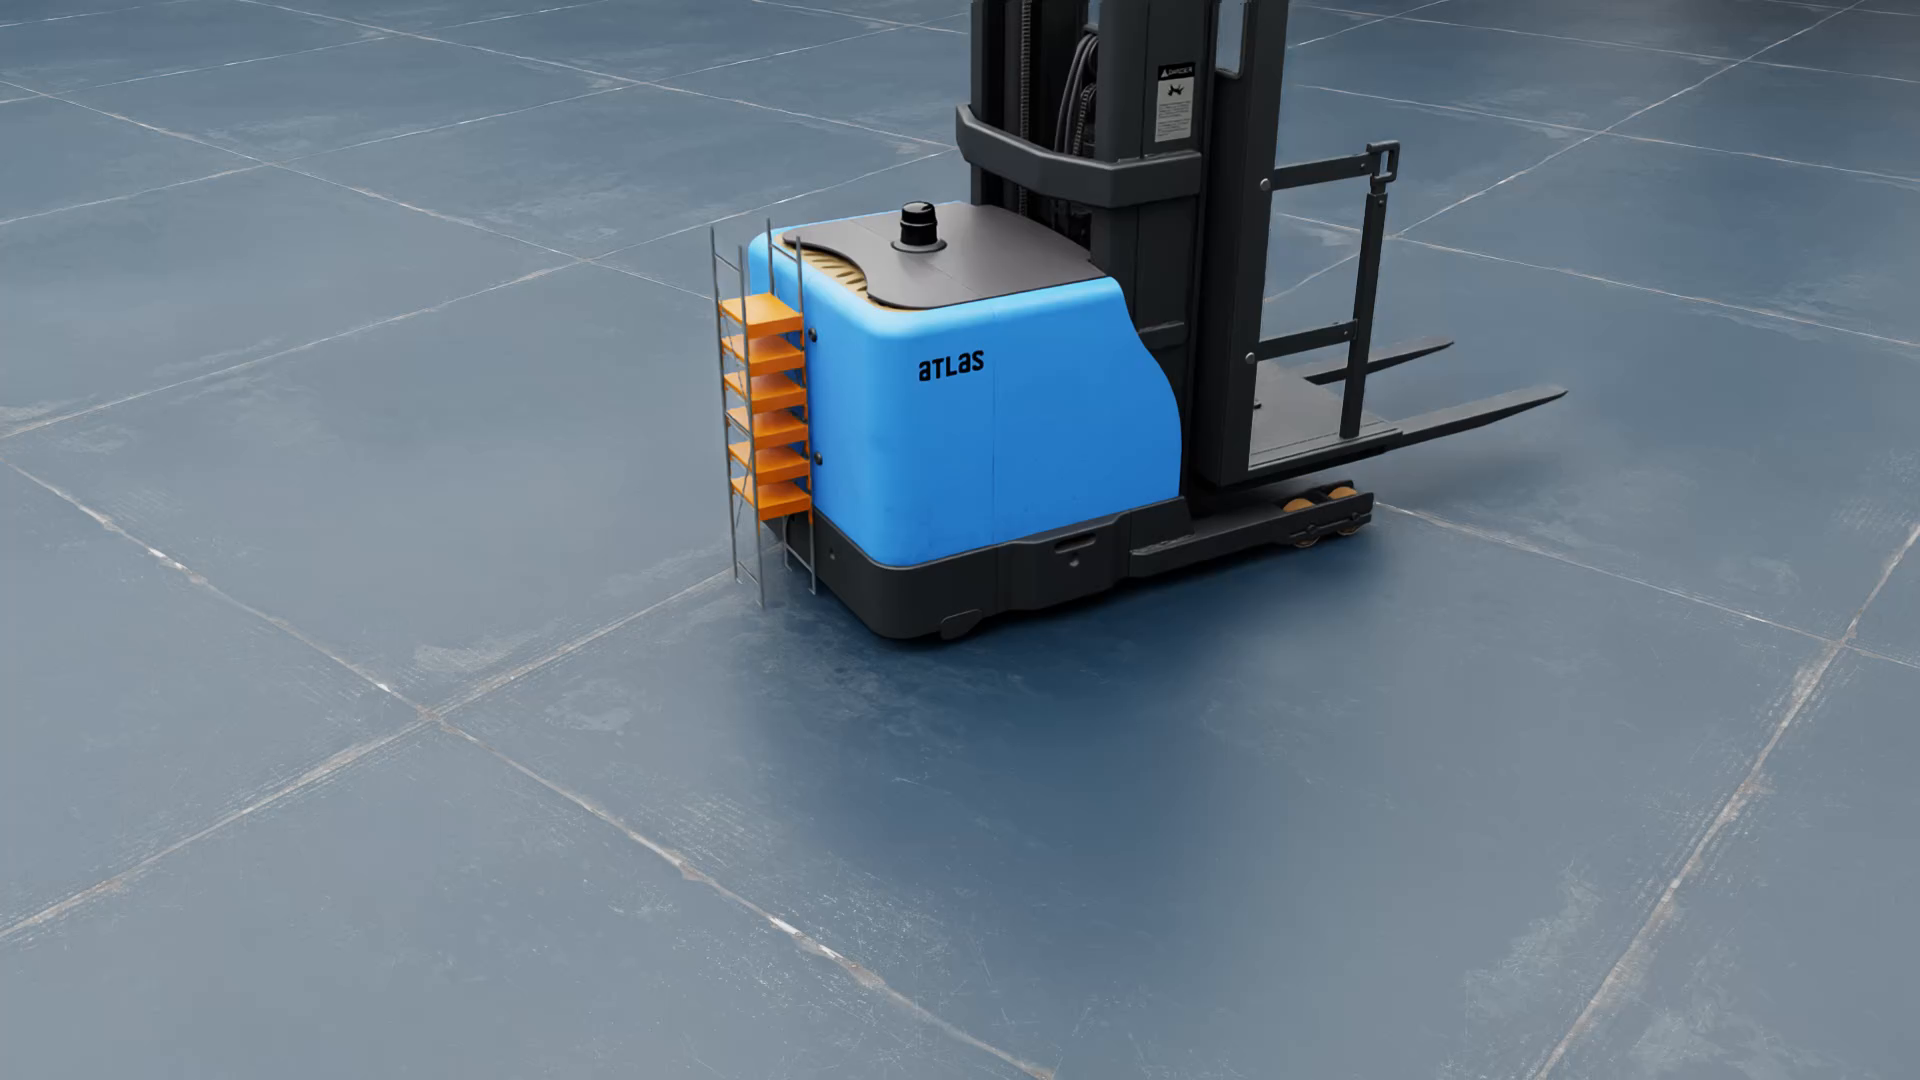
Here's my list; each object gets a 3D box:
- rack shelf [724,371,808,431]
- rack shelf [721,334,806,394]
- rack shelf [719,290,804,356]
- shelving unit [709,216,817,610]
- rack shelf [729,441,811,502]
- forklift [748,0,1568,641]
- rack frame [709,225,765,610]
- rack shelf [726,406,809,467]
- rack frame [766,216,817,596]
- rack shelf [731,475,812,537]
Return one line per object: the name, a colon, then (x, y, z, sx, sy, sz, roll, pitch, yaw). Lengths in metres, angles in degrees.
rack shelf: (-0.606, -0.445, 5.140, 0.180, 0.103, 0.258, -14, 31, -26)
rack shelf: (-0.606, -0.551, 5.084, 0.180, 0.103, 0.258, -14, 31, -26)
rack shelf: (-0.606, -0.658, 5.029, 0.180, 0.103, 0.258, -14, 31, -26)
shelving unit: (-0.606, -0.378, 5.174, 0.189, 1.200, 0.258, -14, 31, -26)
rack shelf: (-0.606, -0.232, 5.250, 0.180, 0.103, 0.258, -14, 31, -26)
forklift: (0.849, -1.471, 5.404, 3.031, 2.935, 1.130, -14, 31, -26)
rack frame: (-0.686, -0.357, 5.135, 0.006, 1.200, 0.240, -14, 31, -26)
rack shelf: (-0.606, -0.338, 5.195, 0.180, 0.103, 0.258, -14, 31, -26)
rack frame: (-0.526, -0.398, 5.214, 0.006, 1.200, 0.240, -14, 31, -26)
rack shelf: (-0.606, -0.125, 5.305, 0.180, 0.103, 0.258, -14, 31, -26)
